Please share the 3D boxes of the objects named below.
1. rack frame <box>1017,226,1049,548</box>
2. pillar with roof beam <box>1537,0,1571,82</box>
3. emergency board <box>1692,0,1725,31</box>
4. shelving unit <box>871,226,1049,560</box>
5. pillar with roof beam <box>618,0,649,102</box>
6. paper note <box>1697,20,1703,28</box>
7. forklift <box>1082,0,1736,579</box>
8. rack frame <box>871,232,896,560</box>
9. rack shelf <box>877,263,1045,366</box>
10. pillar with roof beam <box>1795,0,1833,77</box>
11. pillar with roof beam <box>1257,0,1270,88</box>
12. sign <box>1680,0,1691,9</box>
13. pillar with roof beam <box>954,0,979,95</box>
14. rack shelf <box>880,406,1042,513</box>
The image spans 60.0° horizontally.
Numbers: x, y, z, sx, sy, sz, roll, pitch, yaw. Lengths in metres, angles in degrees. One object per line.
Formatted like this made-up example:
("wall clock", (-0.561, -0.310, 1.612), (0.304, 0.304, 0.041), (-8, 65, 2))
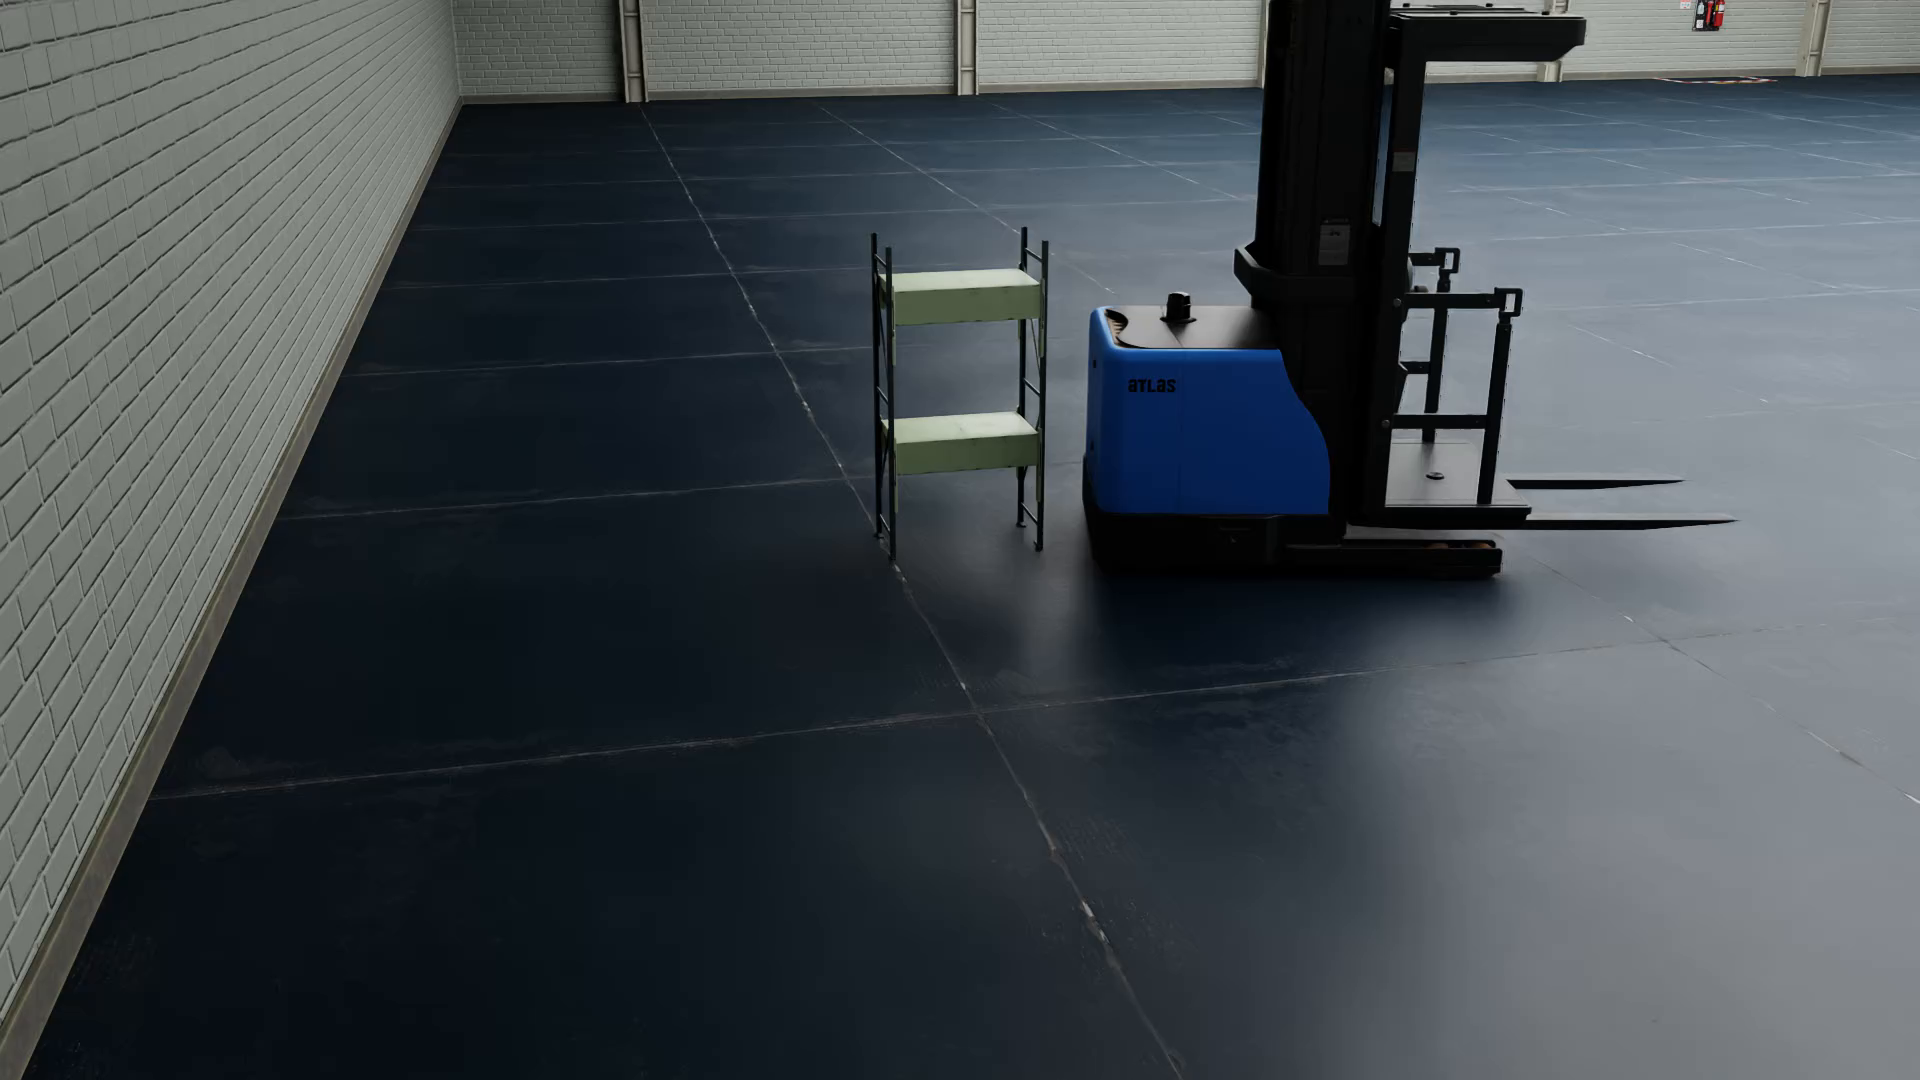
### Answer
("rack frame", (0.350, -0.733, 8.052), (0.023, 1.500, 0.400), (-5, 21, -12))
("pillar with roof beam", (12.784, -11.973, 27.834), (0.400, 9.000, 9.100), (-5, 21, -12))
("emergency board", (15.219, -10.889, 33.597), (0.643, 1.169, 0.194), (-5, 21, -12))
("shelving unit", (-0.006, -0.704, 7.973), (0.755, 1.500, 0.431), (-5, 21, -12))
("pillar with roof beam", (-4.732, -10.548, 23.945), (0.400, 9.000, 9.100), (-5, 21, -12))
("paper note", (15.031, -10.485, 33.774), (0.142, 0.148, 0.016), (-5, 21, -12))
("forklift", (2.147, -1.377, 7.731), (3.031, 2.935, 1.130), (0, 20, 0))
("rack frame", (-0.363, -0.675, 7.894), (0.023, 1.500, 0.400), (-5, 21, -12))
("rack shelf", (-0.006, -1.070, 7.838), (0.720, 0.370, 0.431), (-5, 21, -12))
("pillar with roof beam", (18.623, -12.448, 29.131), (0.400, 9.000, 9.100), (-5, 21, -12))
("pillar with roof beam", (6.945, -11.498, 26.538), (0.400, 9.000, 9.100), (-5, 21, -12))
("sign", (14.657, -10.897, 33.566), (0.234, 0.329, 0.001), (-5, 21, -12))
("pillar with roof beam", (1.107, -11.023, 25.241), (0.400, 9.000, 9.100), (-5, 21, -12))
("rack shelf", (-0.006, -0.398, 8.085), (0.720, 0.370, 0.431), (-5, 21, -12))
